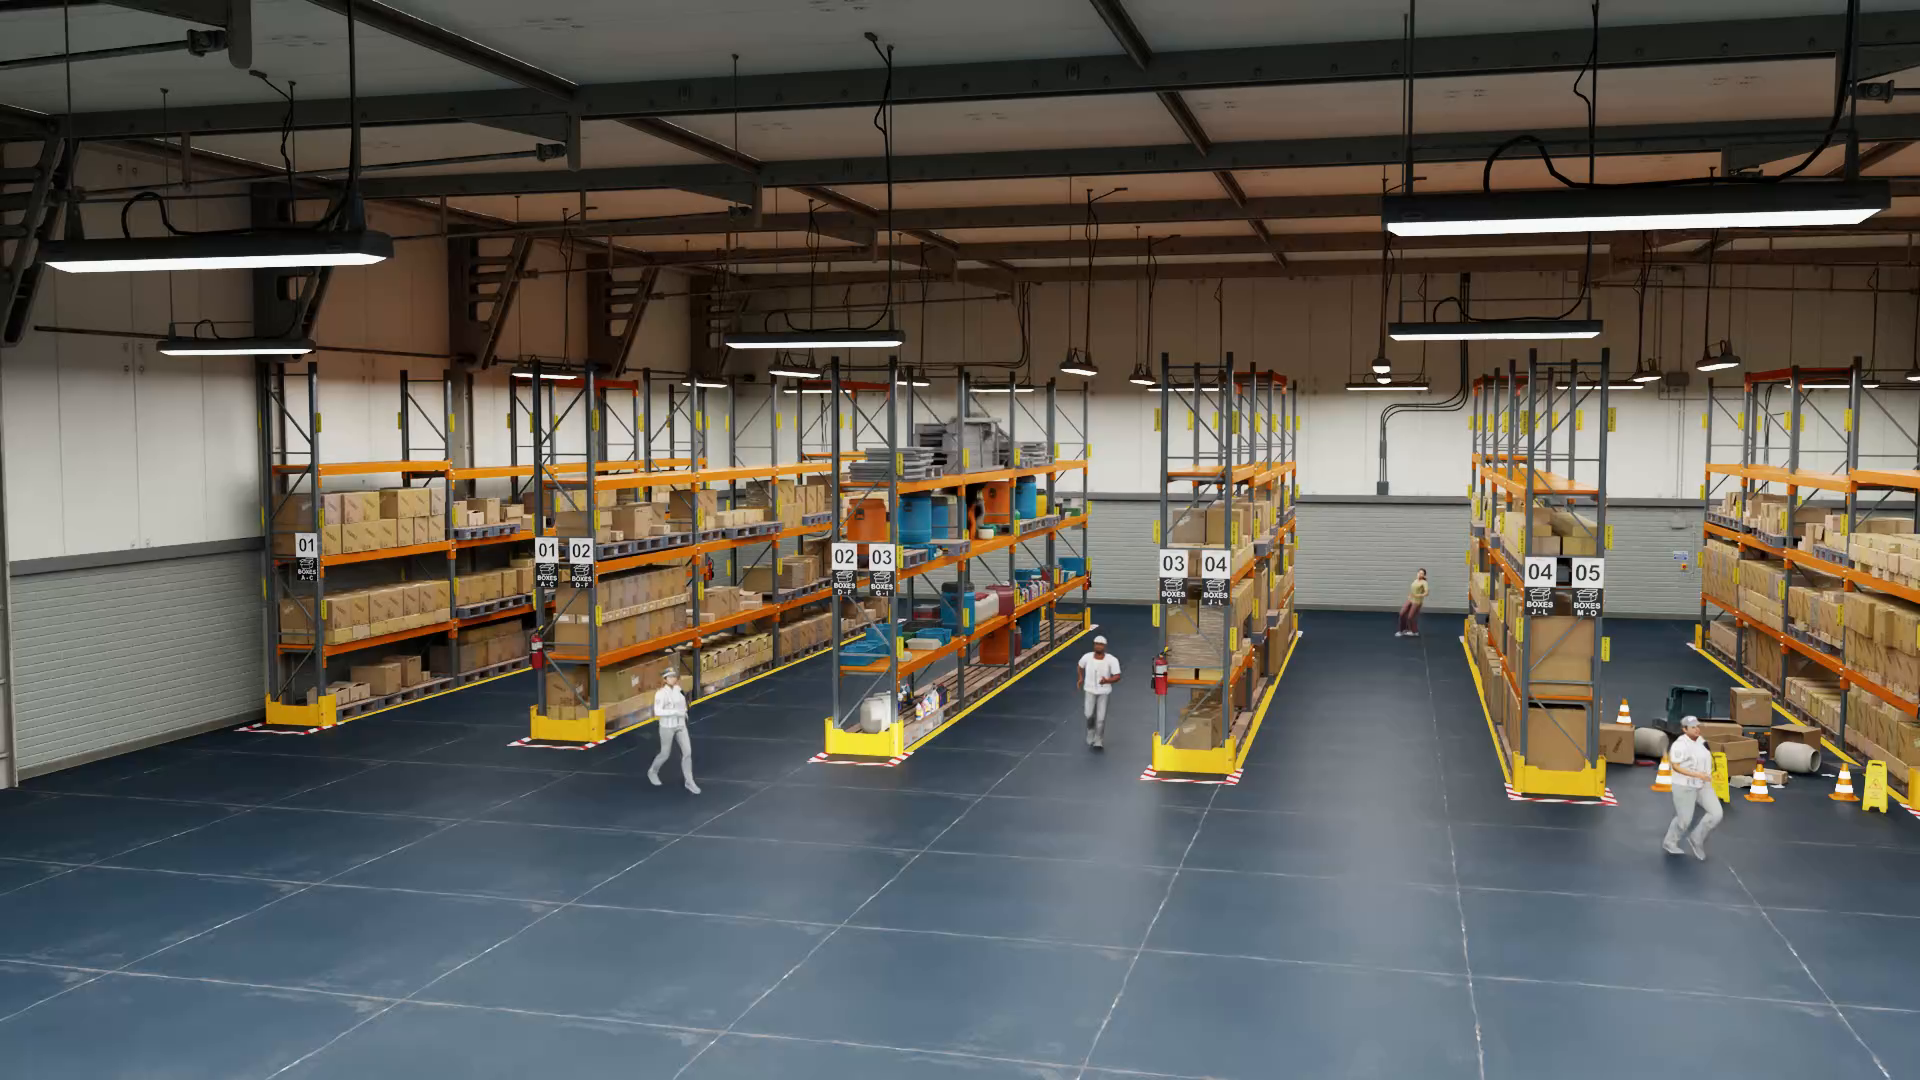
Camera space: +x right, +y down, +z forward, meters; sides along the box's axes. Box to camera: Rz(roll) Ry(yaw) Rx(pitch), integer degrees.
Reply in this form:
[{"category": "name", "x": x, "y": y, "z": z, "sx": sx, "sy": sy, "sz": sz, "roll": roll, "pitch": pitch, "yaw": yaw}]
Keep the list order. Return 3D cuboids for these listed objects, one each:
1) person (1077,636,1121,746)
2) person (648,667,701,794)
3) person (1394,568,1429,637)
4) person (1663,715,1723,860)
[{"category": "person", "x": 2.115, "y": 2.331, "z": 25.531, "sx": 0.696, "sy": 1.723, "sz": 0.634, "roll": 1, "pitch": 4, "yaw": 11}, {"category": "person", "x": -3.889, "y": 2.563, "z": 22.617, "sx": 0.938, "sy": 1.688, "sz": 0.621, "roll": 4, "pitch": 6, "yaw": 45}, {"category": "person", "x": 10.577, "y": 1.471, "z": 38.803, "sx": 0.551, "sy": 1.642, "sz": 0.697, "roll": -2, "pitch": 4, "yaw": -26}, {"category": "person", "x": 8.413, "y": 2.845, "z": 19.127, "sx": 0.580, "sy": 1.663, "sz": 0.648, "roll": -2, "pitch": 4, "yaw": -23}]
